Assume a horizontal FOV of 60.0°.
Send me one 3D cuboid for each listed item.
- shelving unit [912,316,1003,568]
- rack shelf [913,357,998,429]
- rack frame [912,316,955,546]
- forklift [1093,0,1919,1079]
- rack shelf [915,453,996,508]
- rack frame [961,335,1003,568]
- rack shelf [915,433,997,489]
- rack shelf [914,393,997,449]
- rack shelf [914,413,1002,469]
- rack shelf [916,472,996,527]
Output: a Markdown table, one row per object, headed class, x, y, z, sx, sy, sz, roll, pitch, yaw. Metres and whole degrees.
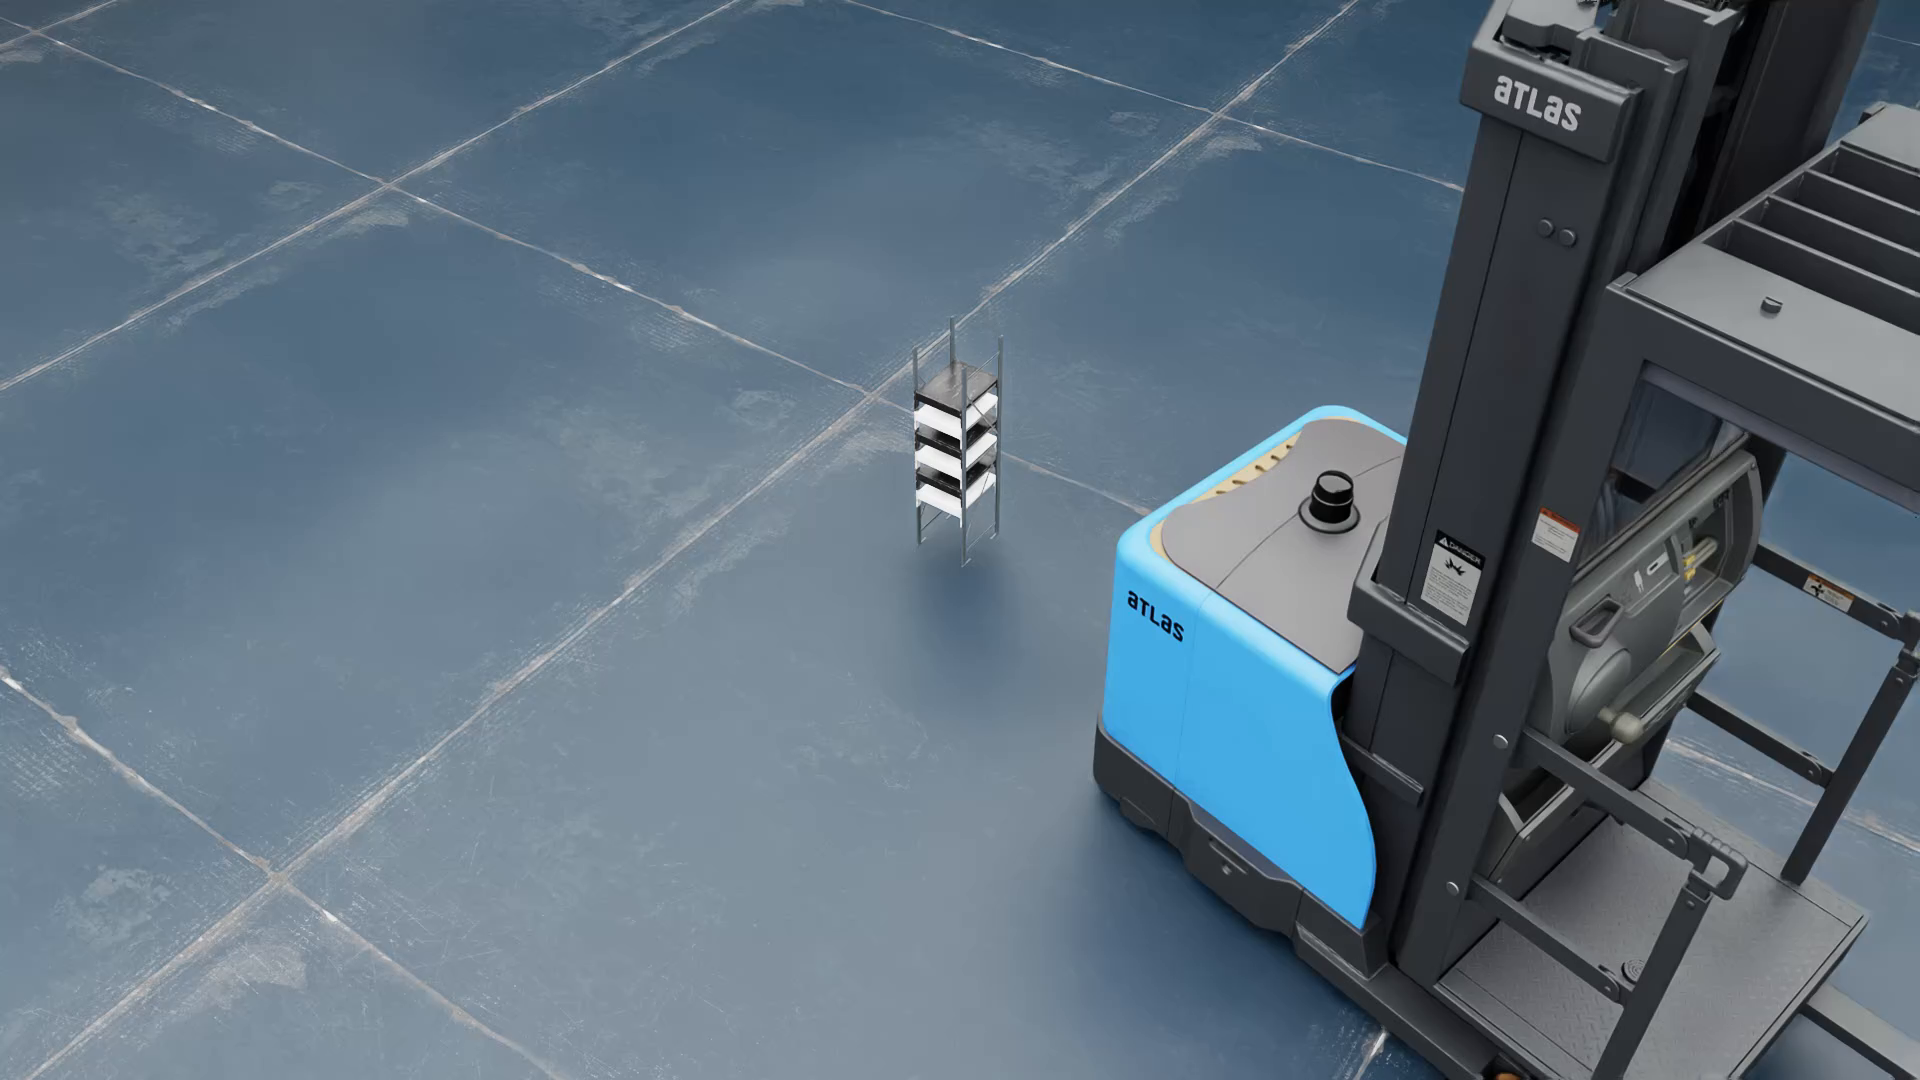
| class | x | y | z | sx | sy | sz | roll | pitch | yaw |
| --- | --- | --- | --- | --- | --- | --- | --- | --- | --- |
| shelving unit | -0.007 | -0.338 | 5.953 | 0.210 | 0.900 | 0.258 | 25 | 48 | 25 |
| rack shelf | -0.007 | -0.515 | 5.796 | 0.200 | 0.077 | 0.258 | 25 | 48 | 25 |
| rack frame | -0.090 | -0.377 | 5.997 | 0.006 | 0.900 | 0.240 | 25 | 48 | 25 |
| forklift | 1.786 | 0.211 | 3.817 | 1.130 | 2.935 | 3.031 | -31 | 50 | -30 |
| rack shelf | -0.007 | -0.247 | 6.036 | 0.200 | 0.077 | 0.258 | 25 | 48 | 25 |
| rack frame | 0.077 | -0.300 | 5.910 | 0.006 | 0.900 | 0.240 | 25 | 48 | 25 |
| rack shelf | -0.007 | -0.314 | 5.976 | 0.200 | 0.077 | 0.258 | 25 | 48 | 25 |
| rack shelf | -0.007 | -0.448 | 5.856 | 0.200 | 0.077 | 0.258 | 25 | 48 | 25 |
| rack shelf | -0.007 | -0.381 | 5.916 | 0.200 | 0.077 | 0.258 | 25 | 48 | 25 |
| rack shelf | -0.007 | -0.179 | 6.096 | 0.200 | 0.077 | 0.258 | 25 | 48 | 25 |
